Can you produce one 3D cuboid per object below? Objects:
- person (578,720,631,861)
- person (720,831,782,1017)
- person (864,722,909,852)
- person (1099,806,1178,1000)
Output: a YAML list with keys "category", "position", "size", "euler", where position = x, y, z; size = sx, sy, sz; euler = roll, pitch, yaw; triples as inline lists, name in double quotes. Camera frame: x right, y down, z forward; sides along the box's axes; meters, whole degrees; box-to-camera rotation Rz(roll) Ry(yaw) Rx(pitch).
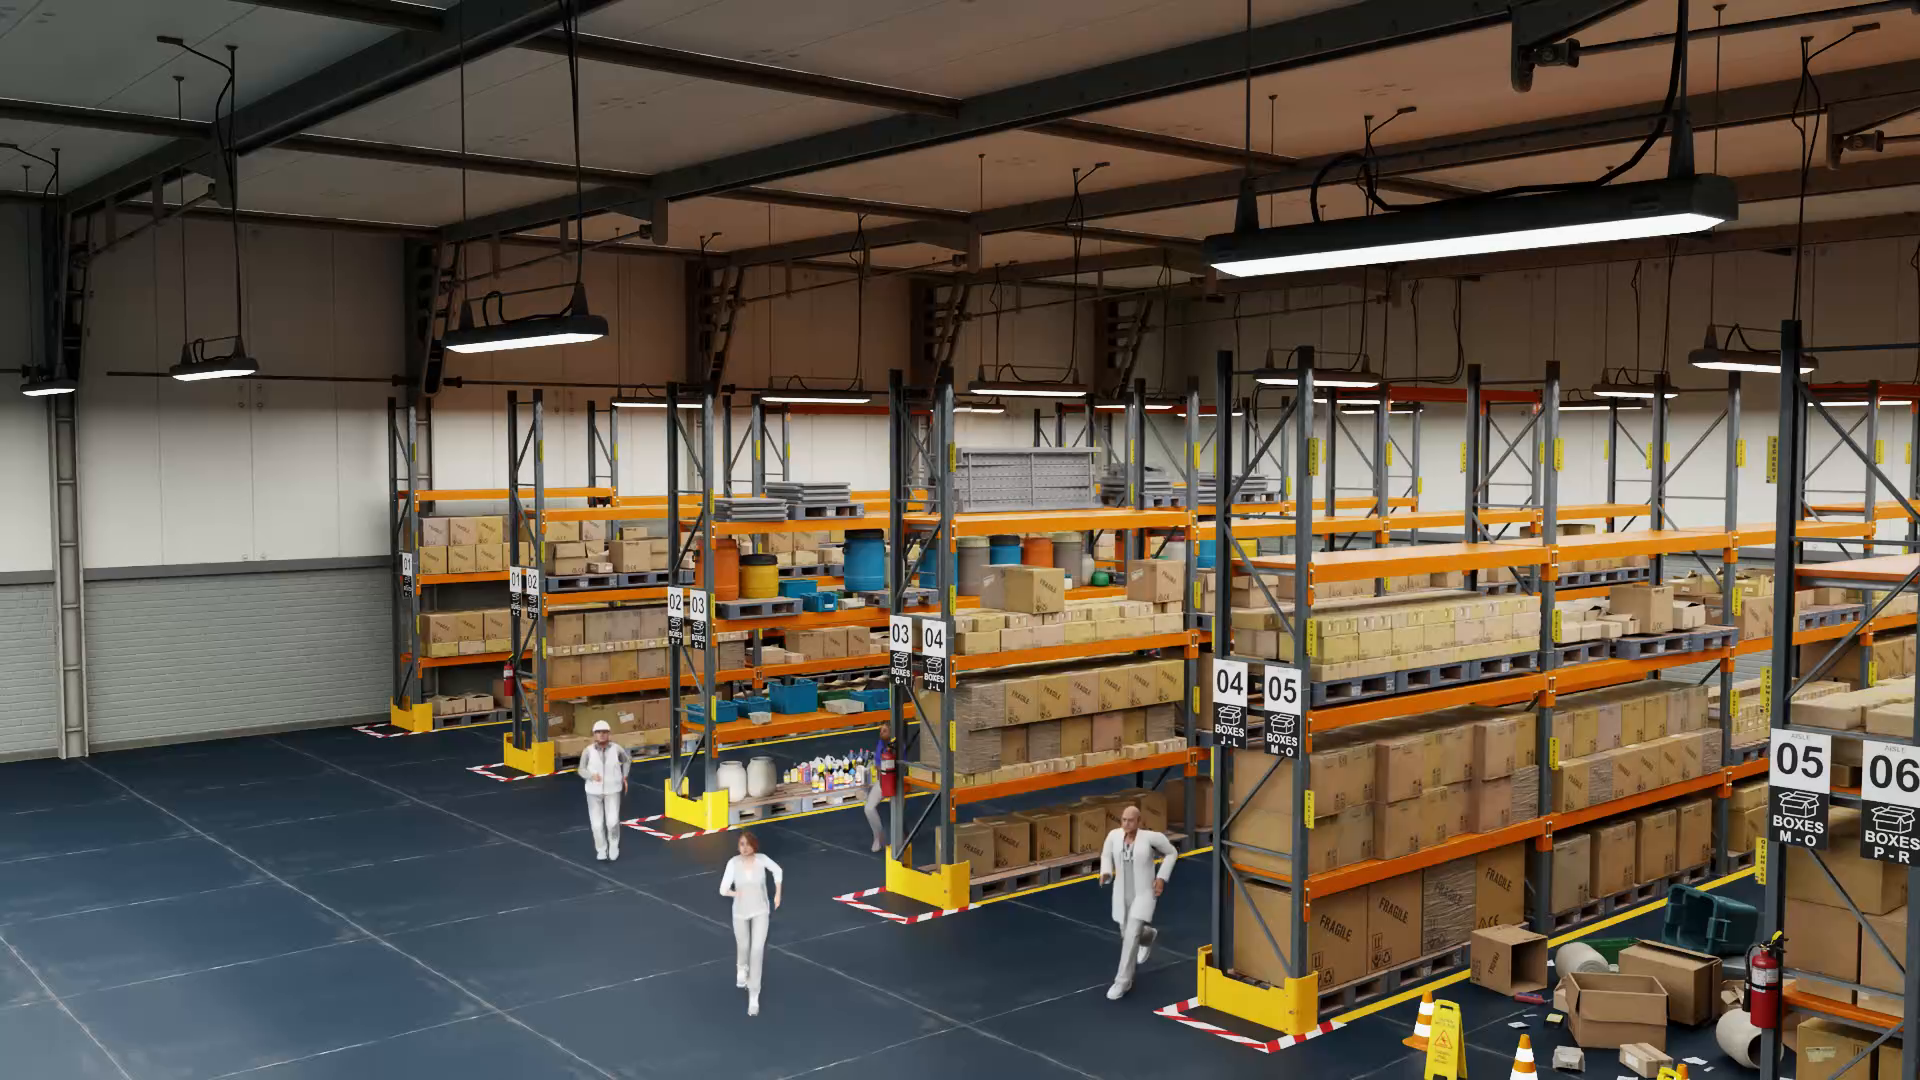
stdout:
- category: "person"
  position: [-4.361, 3.086, 20.405]
  size: [0.635, 1.735, 0.650]
  euler: [-1, 3, -10]
- category: "person"
  position: [-1.922, 3.468, 15.338]
  size: [0.549, 1.629, 0.850]
  euler: [0, 3, -1]
- category: "person"
  position: [-0.881, 3.125, 21.061]
  size: [0.559, 1.670, 0.753]
  euler: [2, 4, 34]
- category: "person"
  position: [1.692, 3.375, 15.818]
  size: [0.738, 1.754, 1.042]
  euler: [2, 4, 27]
